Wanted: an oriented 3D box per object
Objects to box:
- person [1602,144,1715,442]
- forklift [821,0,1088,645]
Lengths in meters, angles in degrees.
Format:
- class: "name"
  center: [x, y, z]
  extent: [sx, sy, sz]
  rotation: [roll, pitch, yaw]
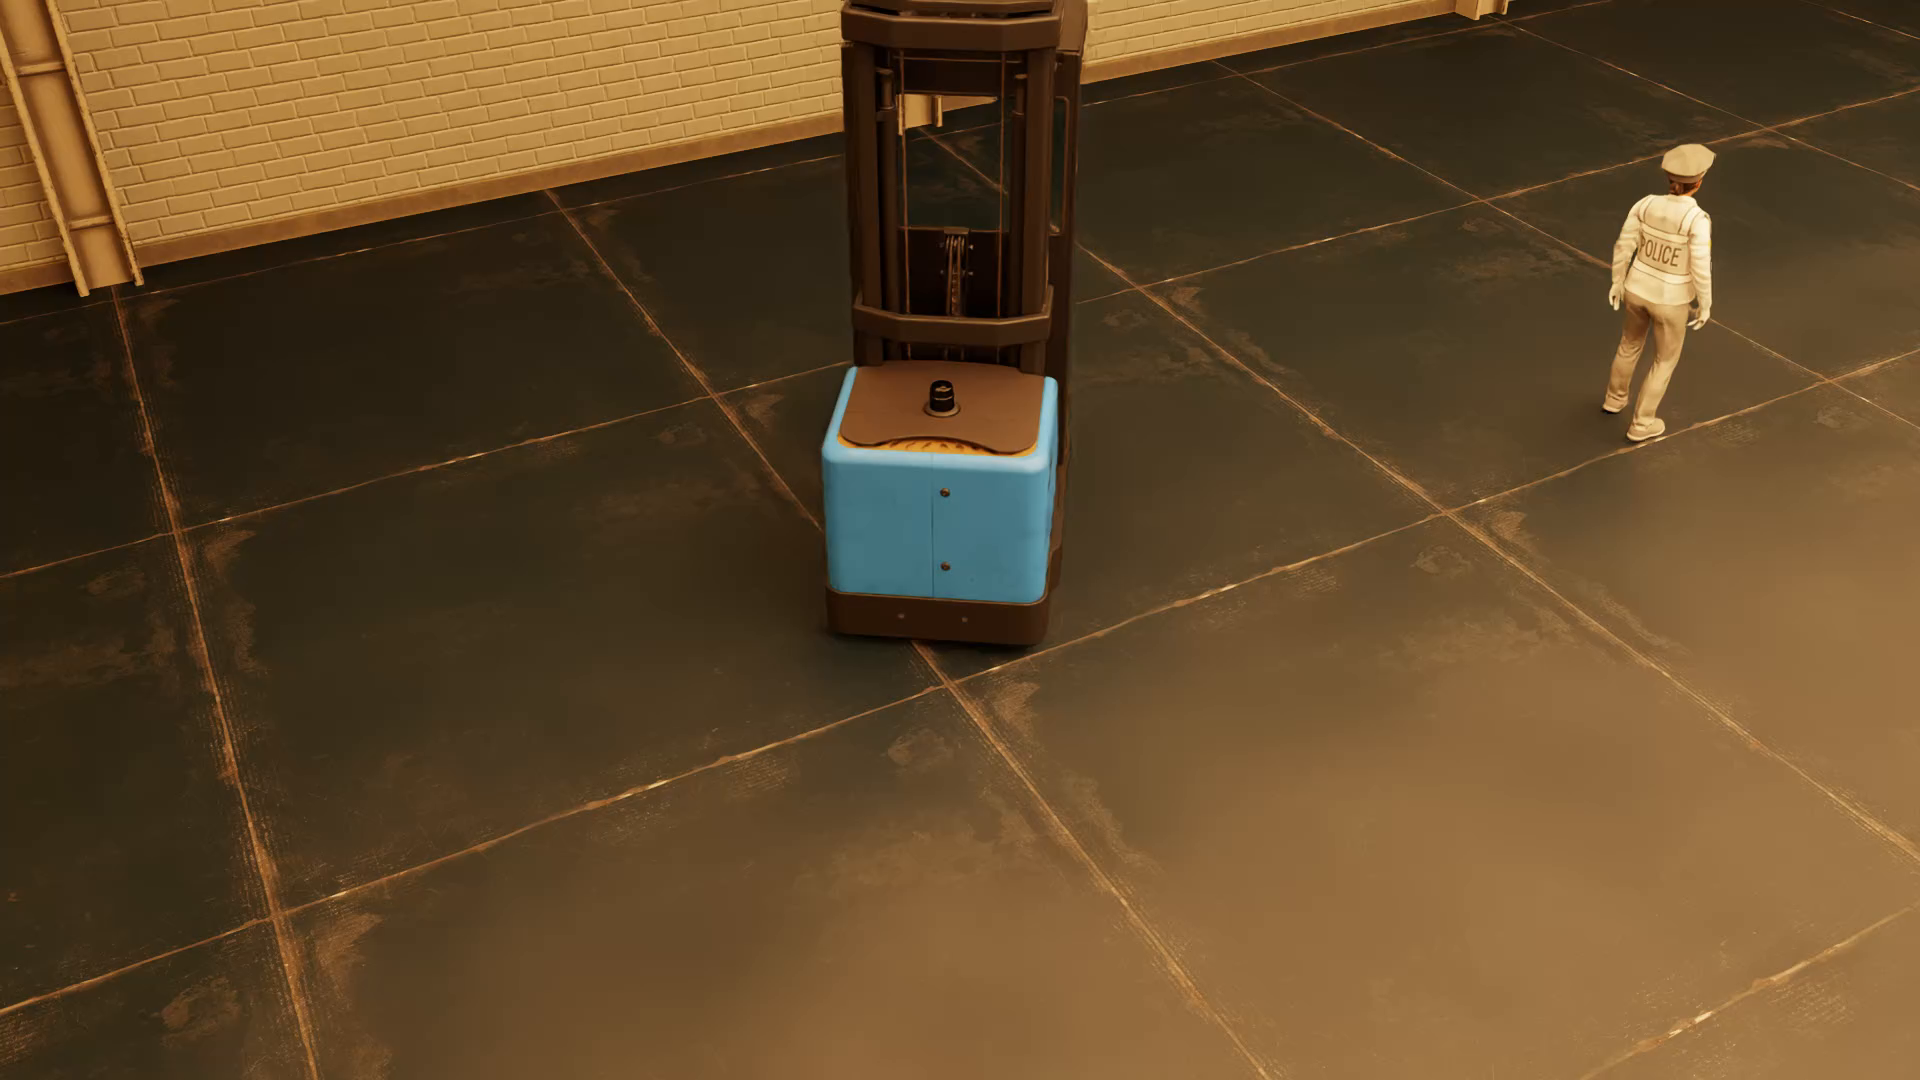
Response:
- class: "person"
  center: [3.881, -1.349, 9.155]
  extent: [0.465, 1.717, 0.567]
  rotation: [-23, 41, -29]
- class: "forklift"
  center: [0.031, -1.535, 8.295]
  extent: [1.130, 2.935, 3.031]
  rotation: [3, 35, 5]
